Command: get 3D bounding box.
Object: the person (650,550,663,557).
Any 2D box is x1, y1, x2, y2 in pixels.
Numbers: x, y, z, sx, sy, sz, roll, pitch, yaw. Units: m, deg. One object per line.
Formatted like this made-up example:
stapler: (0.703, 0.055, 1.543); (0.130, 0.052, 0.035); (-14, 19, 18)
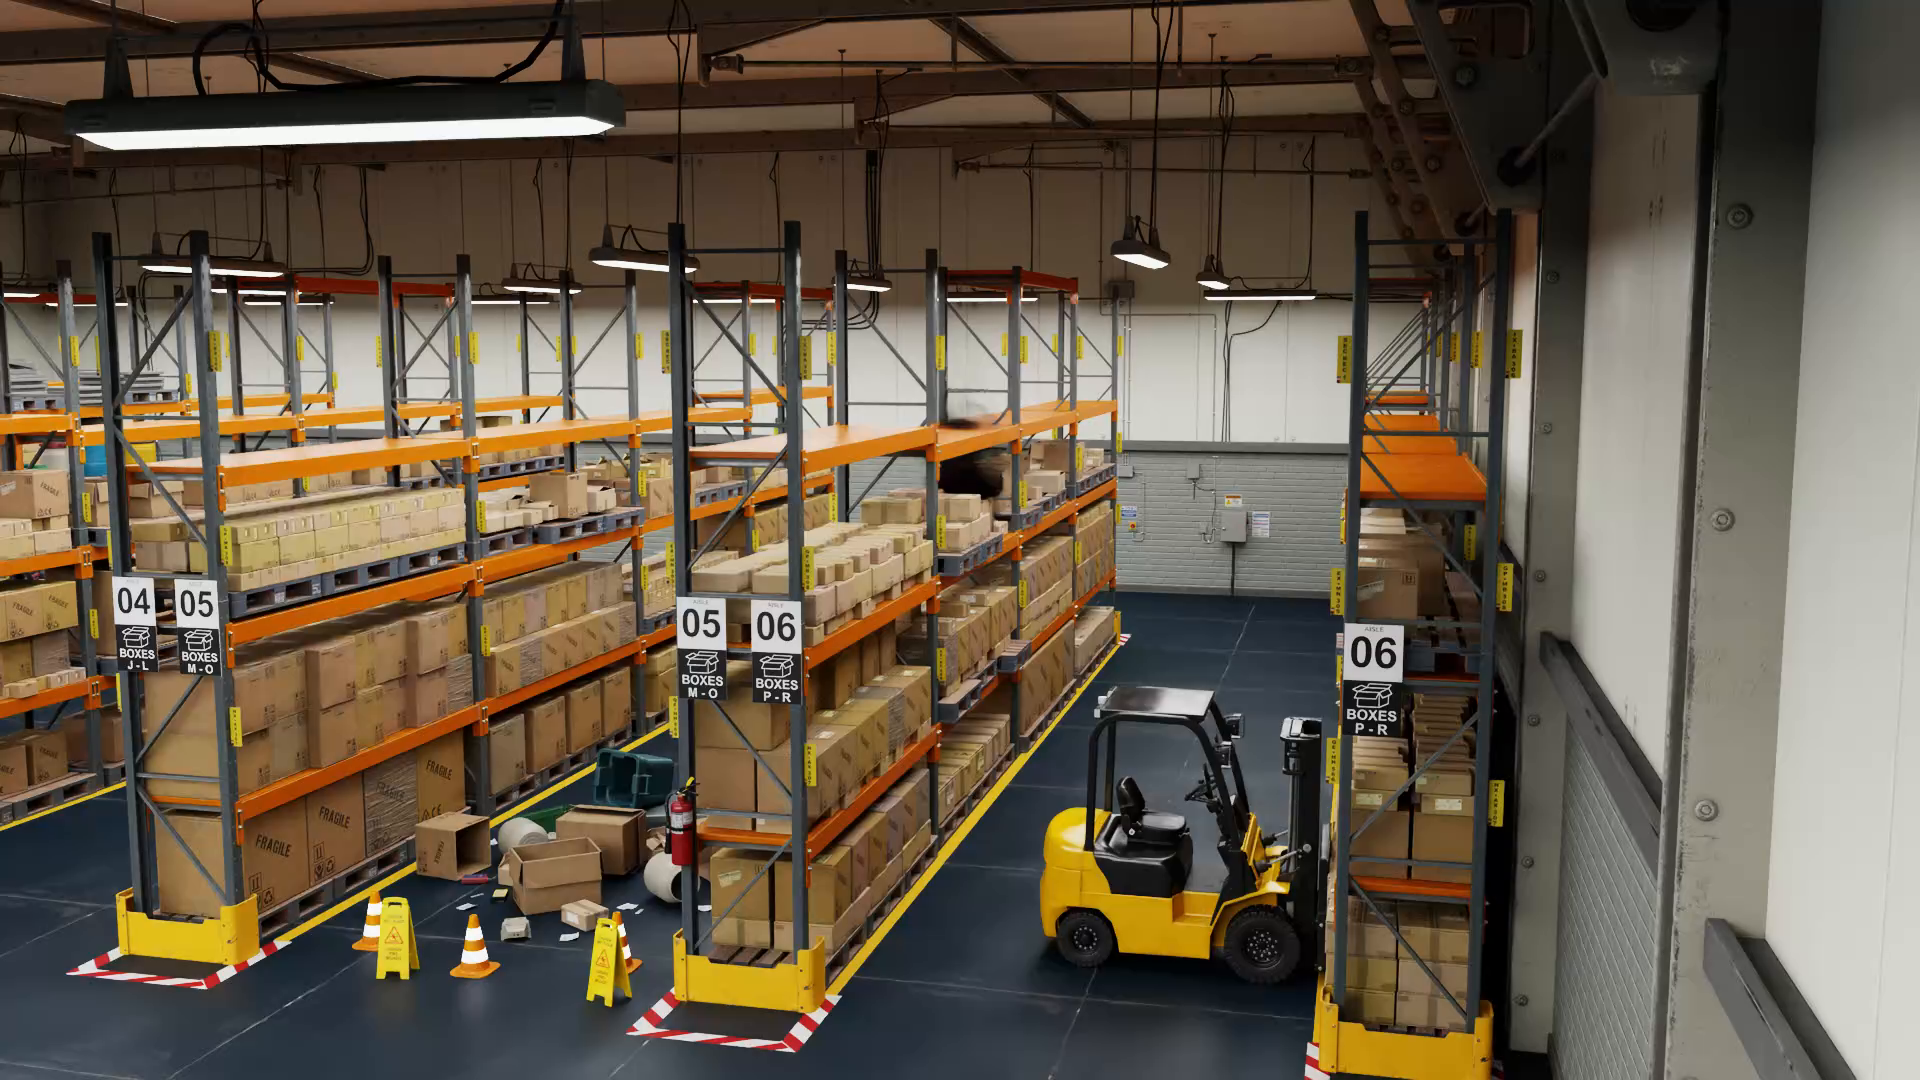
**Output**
person: (-4.946, 1.001, 27.523); (0.598, 1.680, 0.699); (2, 7, 17)
